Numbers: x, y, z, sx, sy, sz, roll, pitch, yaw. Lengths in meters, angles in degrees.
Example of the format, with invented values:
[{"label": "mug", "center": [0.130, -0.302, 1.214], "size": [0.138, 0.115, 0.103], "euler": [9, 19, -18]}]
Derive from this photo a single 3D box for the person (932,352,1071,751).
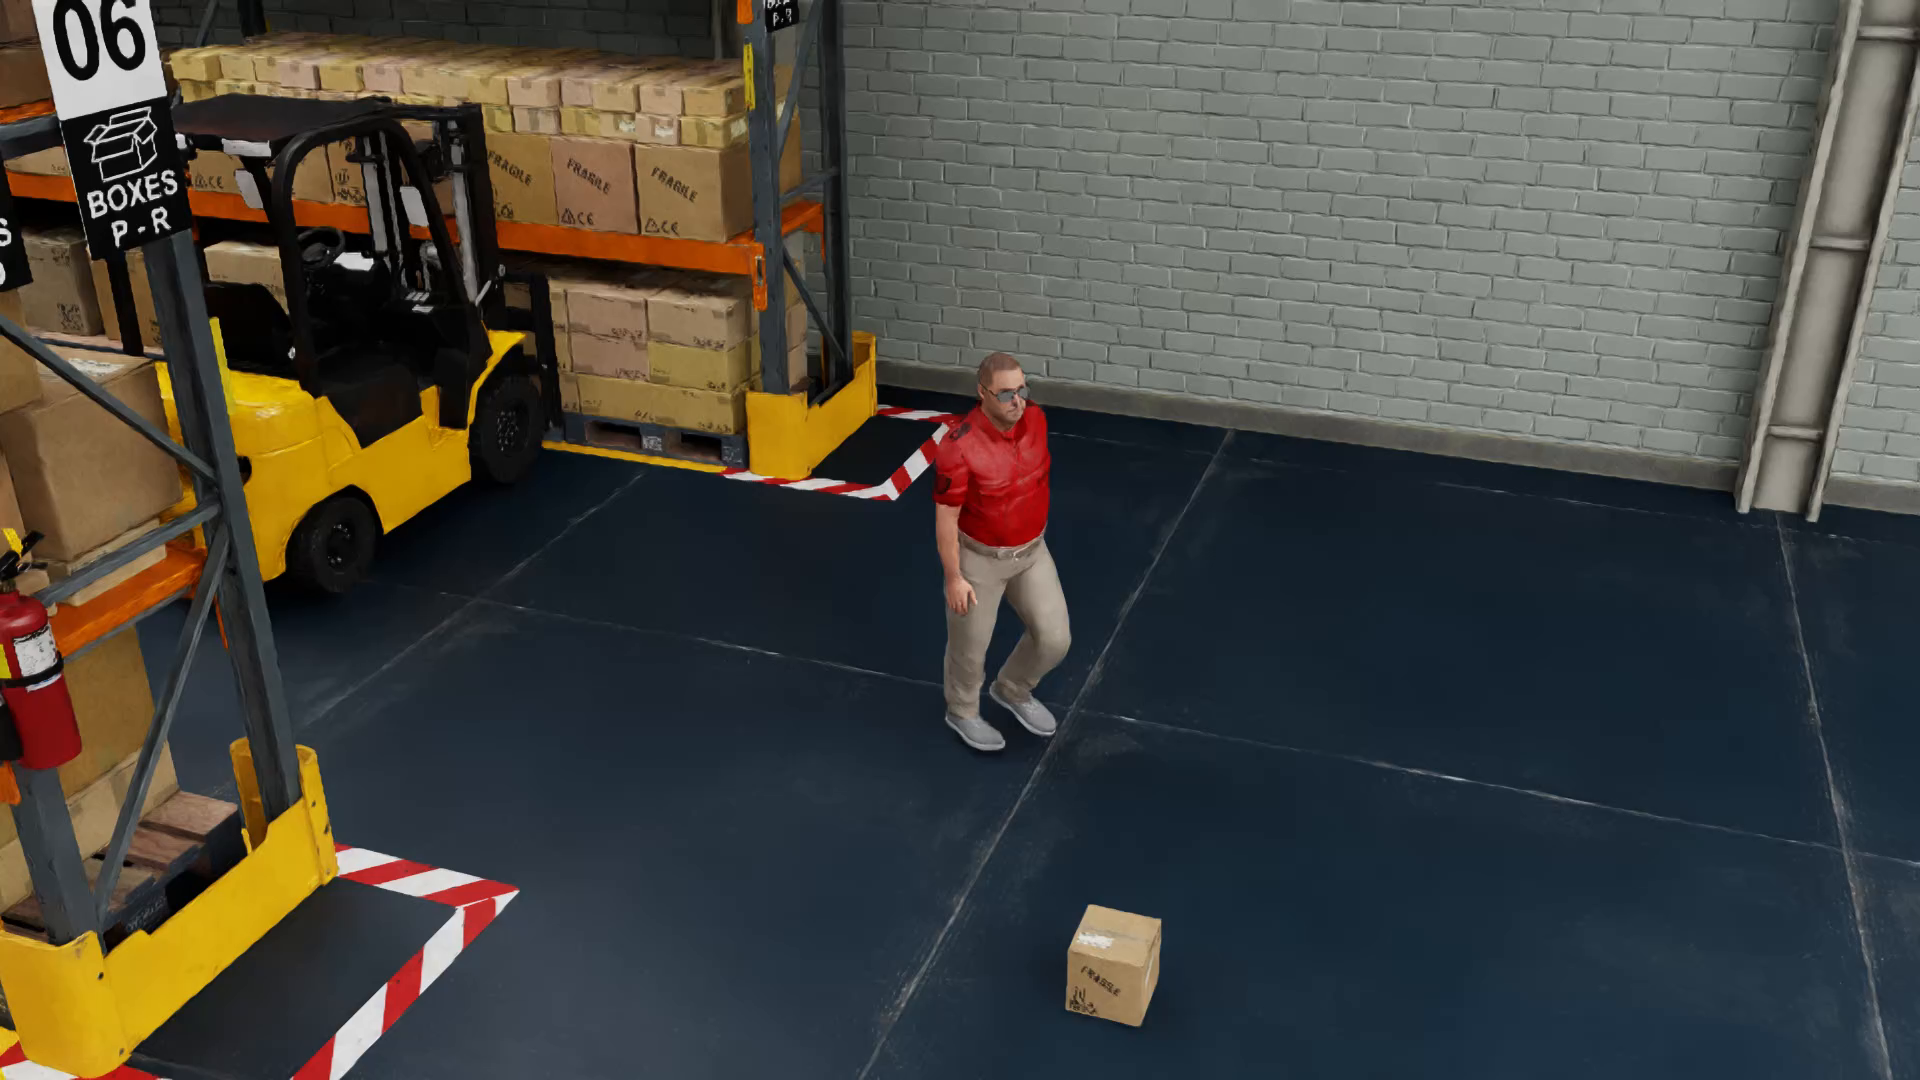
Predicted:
[{"label": "person", "center": [0.131, 0.065, 6.456], "size": [0.570, 1.713, 0.518], "euler": [-17, 31, -32]}]
